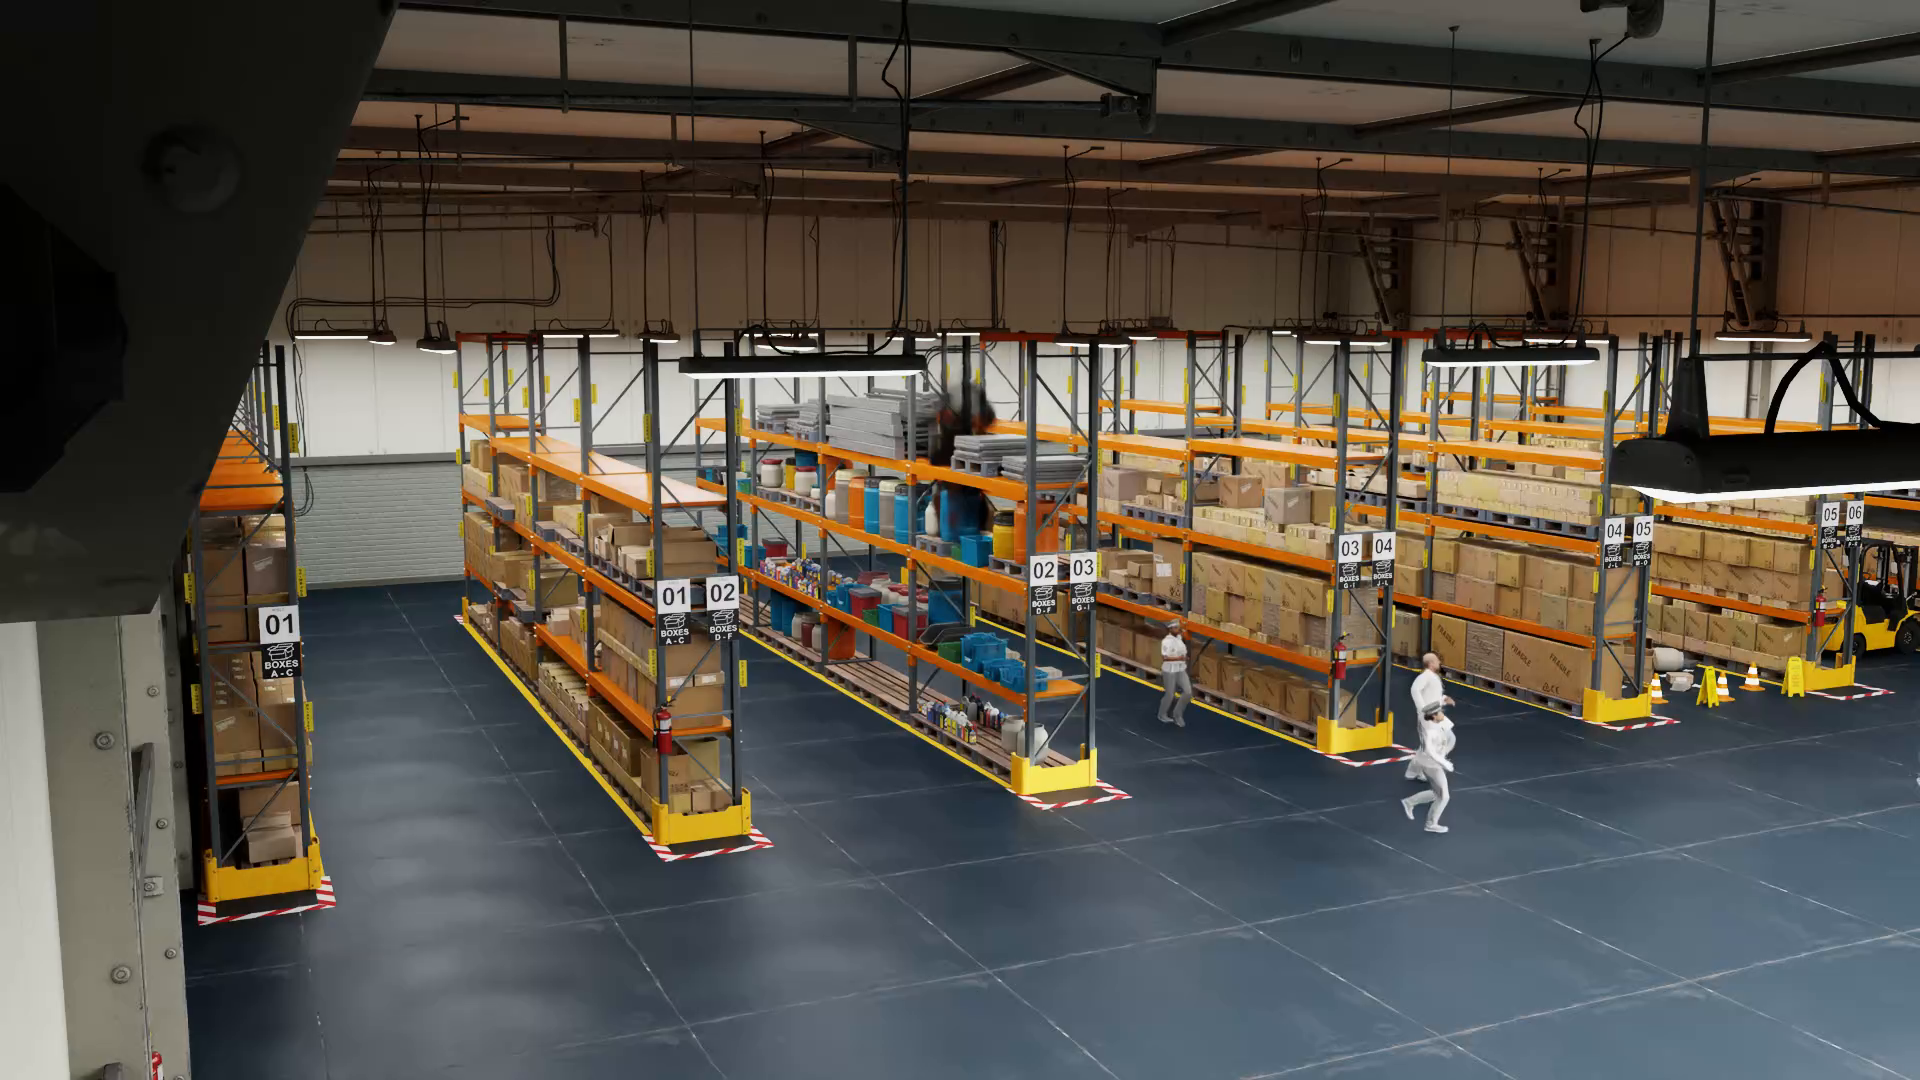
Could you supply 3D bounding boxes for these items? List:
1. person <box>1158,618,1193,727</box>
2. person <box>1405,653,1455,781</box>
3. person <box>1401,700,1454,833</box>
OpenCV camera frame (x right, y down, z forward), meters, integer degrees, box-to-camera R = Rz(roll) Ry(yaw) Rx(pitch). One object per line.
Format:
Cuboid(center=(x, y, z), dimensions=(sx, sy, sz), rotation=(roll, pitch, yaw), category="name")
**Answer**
Cuboid(center=(3.338, 2.051, 25.673), dimensions=(0.558, 1.728, 0.667), rotation=(-6, 9, -36), category="person")
Cuboid(center=(6.426, 2.413, 22.711), dimensions=(0.637, 1.736, 0.716), rotation=(1, 8, 9), category="person")
Cuboid(center=(5.745, 2.768, 20.423), dimensions=(0.585, 1.643, 0.667), rotation=(1, 8, 10), category="person")
